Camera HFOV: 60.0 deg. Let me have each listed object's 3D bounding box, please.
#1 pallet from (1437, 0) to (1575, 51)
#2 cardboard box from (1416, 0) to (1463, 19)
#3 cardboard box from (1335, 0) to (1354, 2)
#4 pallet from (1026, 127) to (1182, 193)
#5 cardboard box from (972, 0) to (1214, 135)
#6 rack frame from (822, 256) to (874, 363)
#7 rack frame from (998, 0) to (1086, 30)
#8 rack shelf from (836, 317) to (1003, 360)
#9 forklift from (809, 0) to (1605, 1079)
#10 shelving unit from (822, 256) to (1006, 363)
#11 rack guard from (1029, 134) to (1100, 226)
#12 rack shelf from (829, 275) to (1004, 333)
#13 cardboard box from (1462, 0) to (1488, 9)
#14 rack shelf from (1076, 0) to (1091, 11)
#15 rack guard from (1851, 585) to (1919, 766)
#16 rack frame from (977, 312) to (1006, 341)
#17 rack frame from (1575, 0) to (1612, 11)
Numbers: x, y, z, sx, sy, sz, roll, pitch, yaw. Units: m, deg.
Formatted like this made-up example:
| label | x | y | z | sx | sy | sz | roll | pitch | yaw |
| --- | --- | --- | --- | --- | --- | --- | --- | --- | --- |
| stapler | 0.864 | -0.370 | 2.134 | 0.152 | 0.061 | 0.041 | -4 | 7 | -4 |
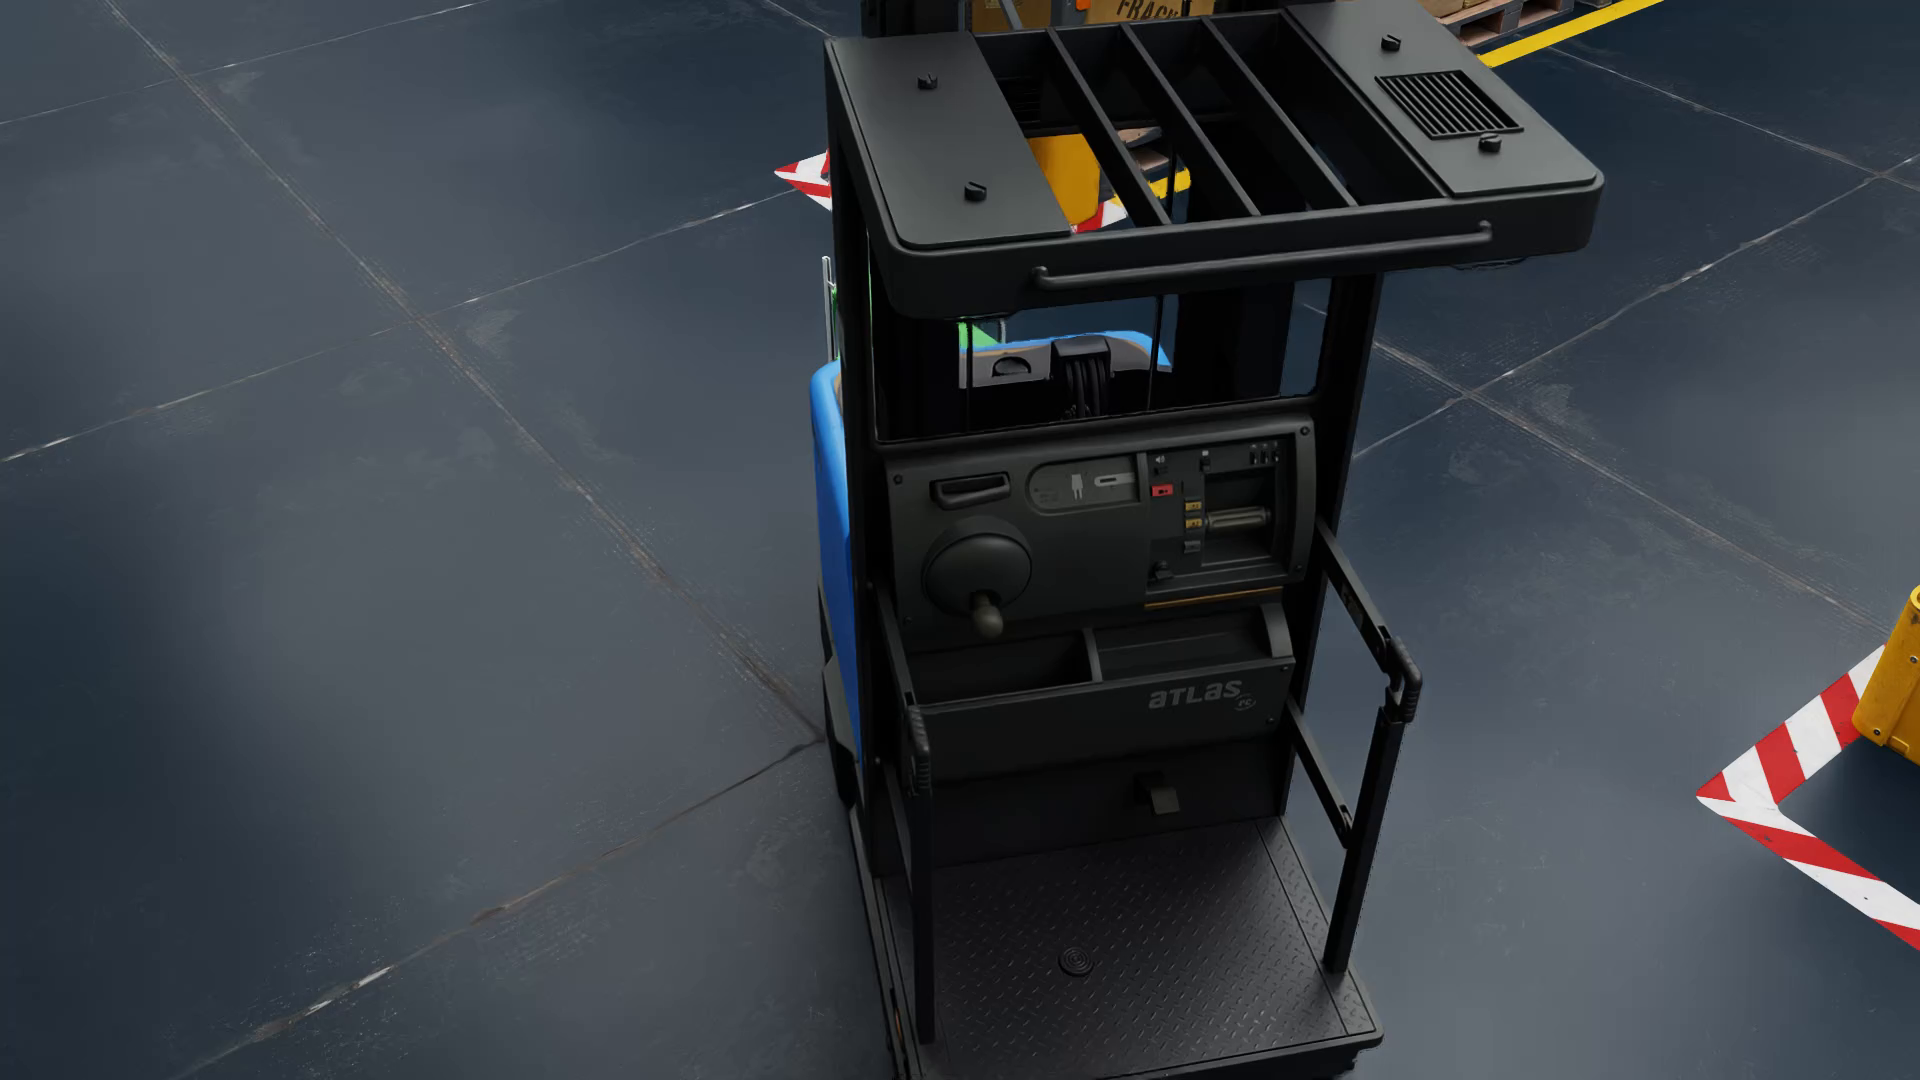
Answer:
| label | x | y | z | sx | sy | sz | roll | pitch | yaw |
| --- | --- | --- | --- | --- | --- | --- | --- | --- | --- |
| pallet | 2.698 | -3.094 | 9.356 | 1.213 | 0.211 | 1.003 | -26 | 46 | -28 |
| cardboard box | 2.063 | -3.205 | 8.636 | 0.875 | 0.875 | 0.875 | -26 | 46 | -28 |
| cardboard box | 1.358 | -2.861 | 8.217 | 0.875 | 0.875 | 0.875 | -26 | 46 | -28 |
| pallet | 0.764 | -2.151 | 8.206 | 1.213 | 0.211 | 1.003 | -26 | 46 | -28 |
| cardboard box | 0.636 | -2.510 | 7.788 | 0.875 | 0.875 | 0.875 | -26 | 46 | -28 |
| rack frame | -0.325 | -0.306 | 5.177 | 0.015 | 1.200 | 0.240 | -26 | 46 | -28 |
| rack frame | 0.177 | -2.881 | 6.897 | 0.127 | 3.000 | 1.000 | -26 | 46 | -28 |
| rack shelf | -0.131 | -0.536 | 5.180 | 0.480 | 0.148 | 0.258 | -26 | 46 | -28 |
| forklift | 0.353 | 0.049 | 3.379 | 1.130 | 2.935 | 3.031 | -7 | 40 | -9 |
| shelving unit | -0.131 | -0.400 | 5.291 | 0.503 | 1.200 | 0.258 | -26 | 46 | -28 |
| rack guard | 0.158 | -1.905 | 7.679 | 0.348 | 0.500 | 1.175 | -26 | 46 | -28 |
| rack shelf | -0.131 | -0.722 | 5.028 | 0.480 | 0.148 | 0.258 | -26 | 46 | -28 |
| cardboard box | 2.777 | -3.553 | 9.060 | 0.875 | 0.875 | 0.875 | -26 | 46 | -28 |
| rack shelf | 1.763 | -3.376 | 8.068 | 4.000 | 0.370 | 1.077 | -26 | 46 | -28 |
| rack guard | 3.184 | 0.592 | 4.634 | 0.348 | 0.500 | 1.175 | -26 | 46 | -28 |
| rack frame | 0.062 | -0.494 | 5.406 | 0.015 | 1.200 | 0.240 | -26 | 46 | -28 |
| rack frame | 3.349 | -4.427 | 8.782 | 0.127 | 3.000 | 1.000 | -26 | 46 | -28 |
